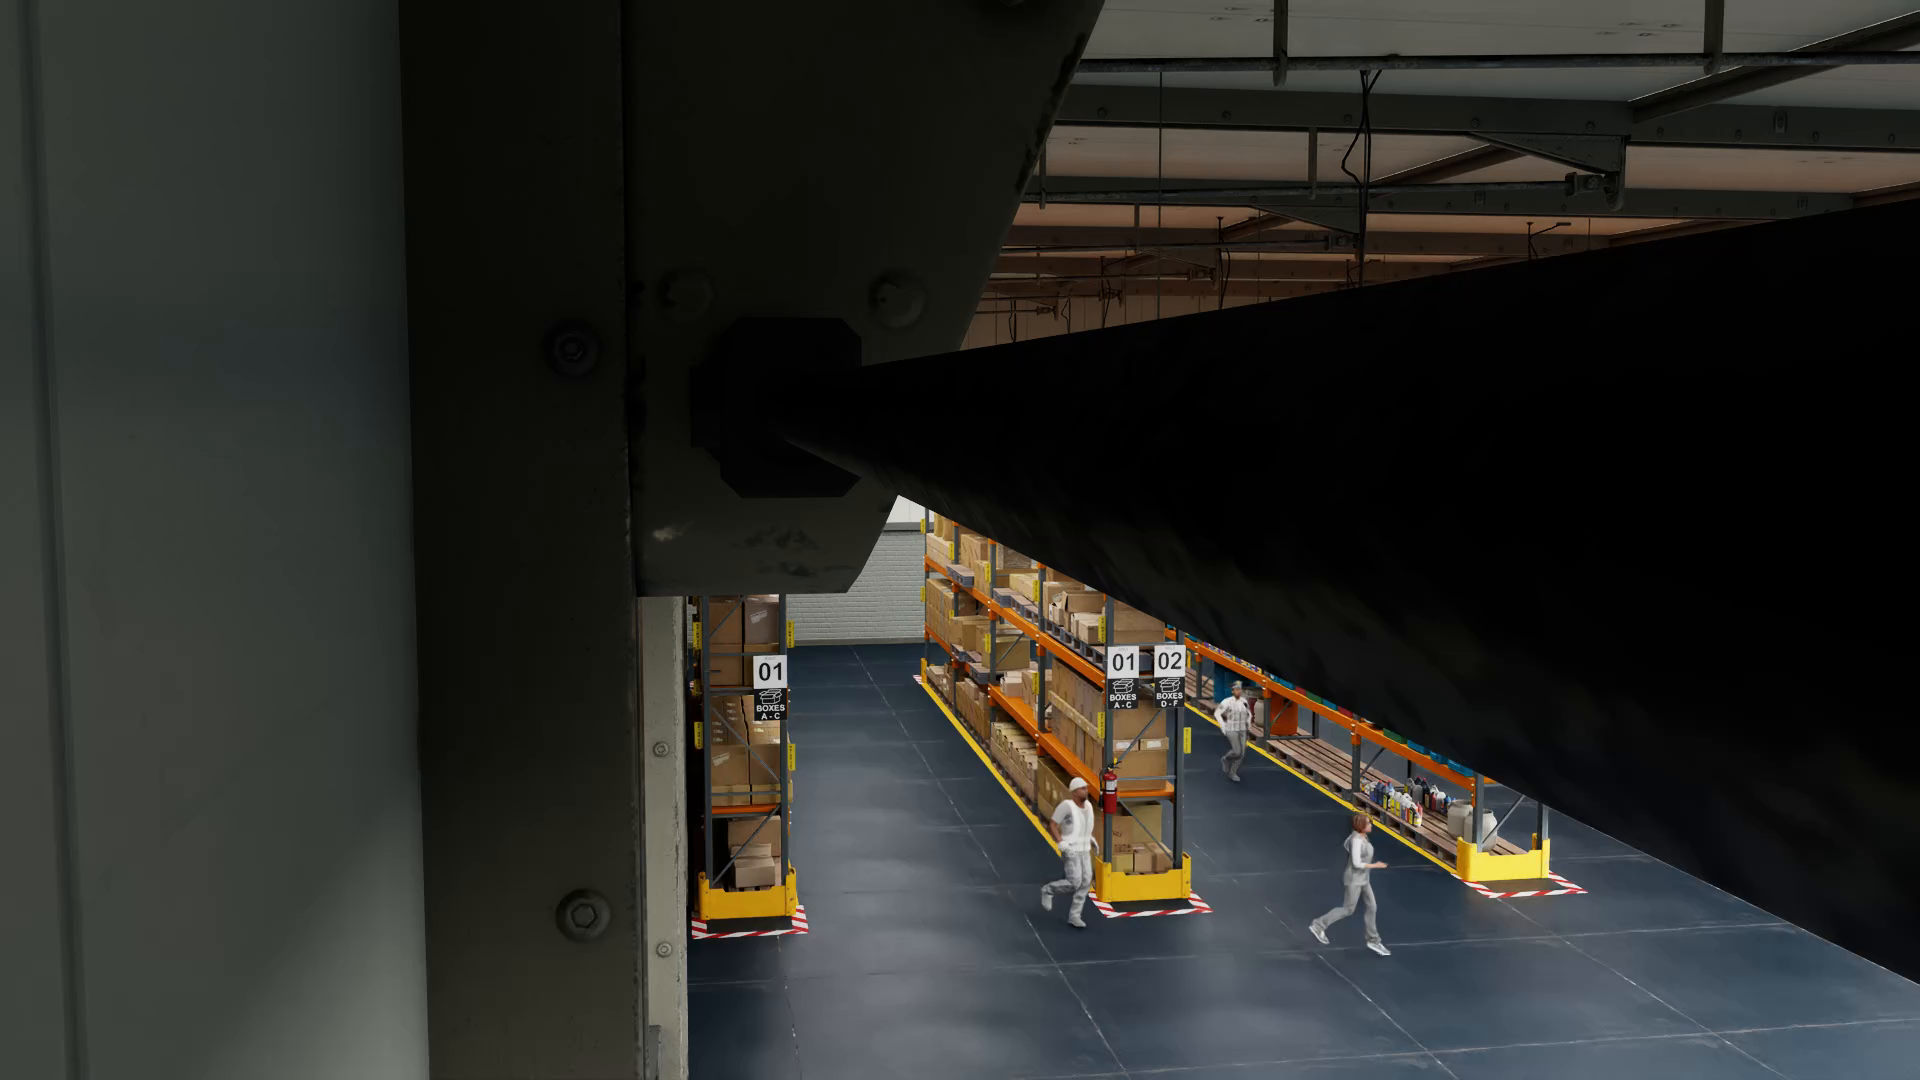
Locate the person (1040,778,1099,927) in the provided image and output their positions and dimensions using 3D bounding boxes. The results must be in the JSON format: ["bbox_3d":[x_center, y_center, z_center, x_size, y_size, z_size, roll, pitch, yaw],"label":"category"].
[{"bbox_3d":[1.398,3.716,19.999,0.732,1.714,0.710,-5,7,-44],"label":"person"}]

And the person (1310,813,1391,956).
[{"bbox_3d":[4.437,3.878,18.829,0.885,1.611,0.550,2,5,22],"label":"person"}]

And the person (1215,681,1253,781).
[{"bbox_3d":[4.527,3.118,27.156,0.608,1.656,0.540,-2,5,-21],"label":"person"}]
